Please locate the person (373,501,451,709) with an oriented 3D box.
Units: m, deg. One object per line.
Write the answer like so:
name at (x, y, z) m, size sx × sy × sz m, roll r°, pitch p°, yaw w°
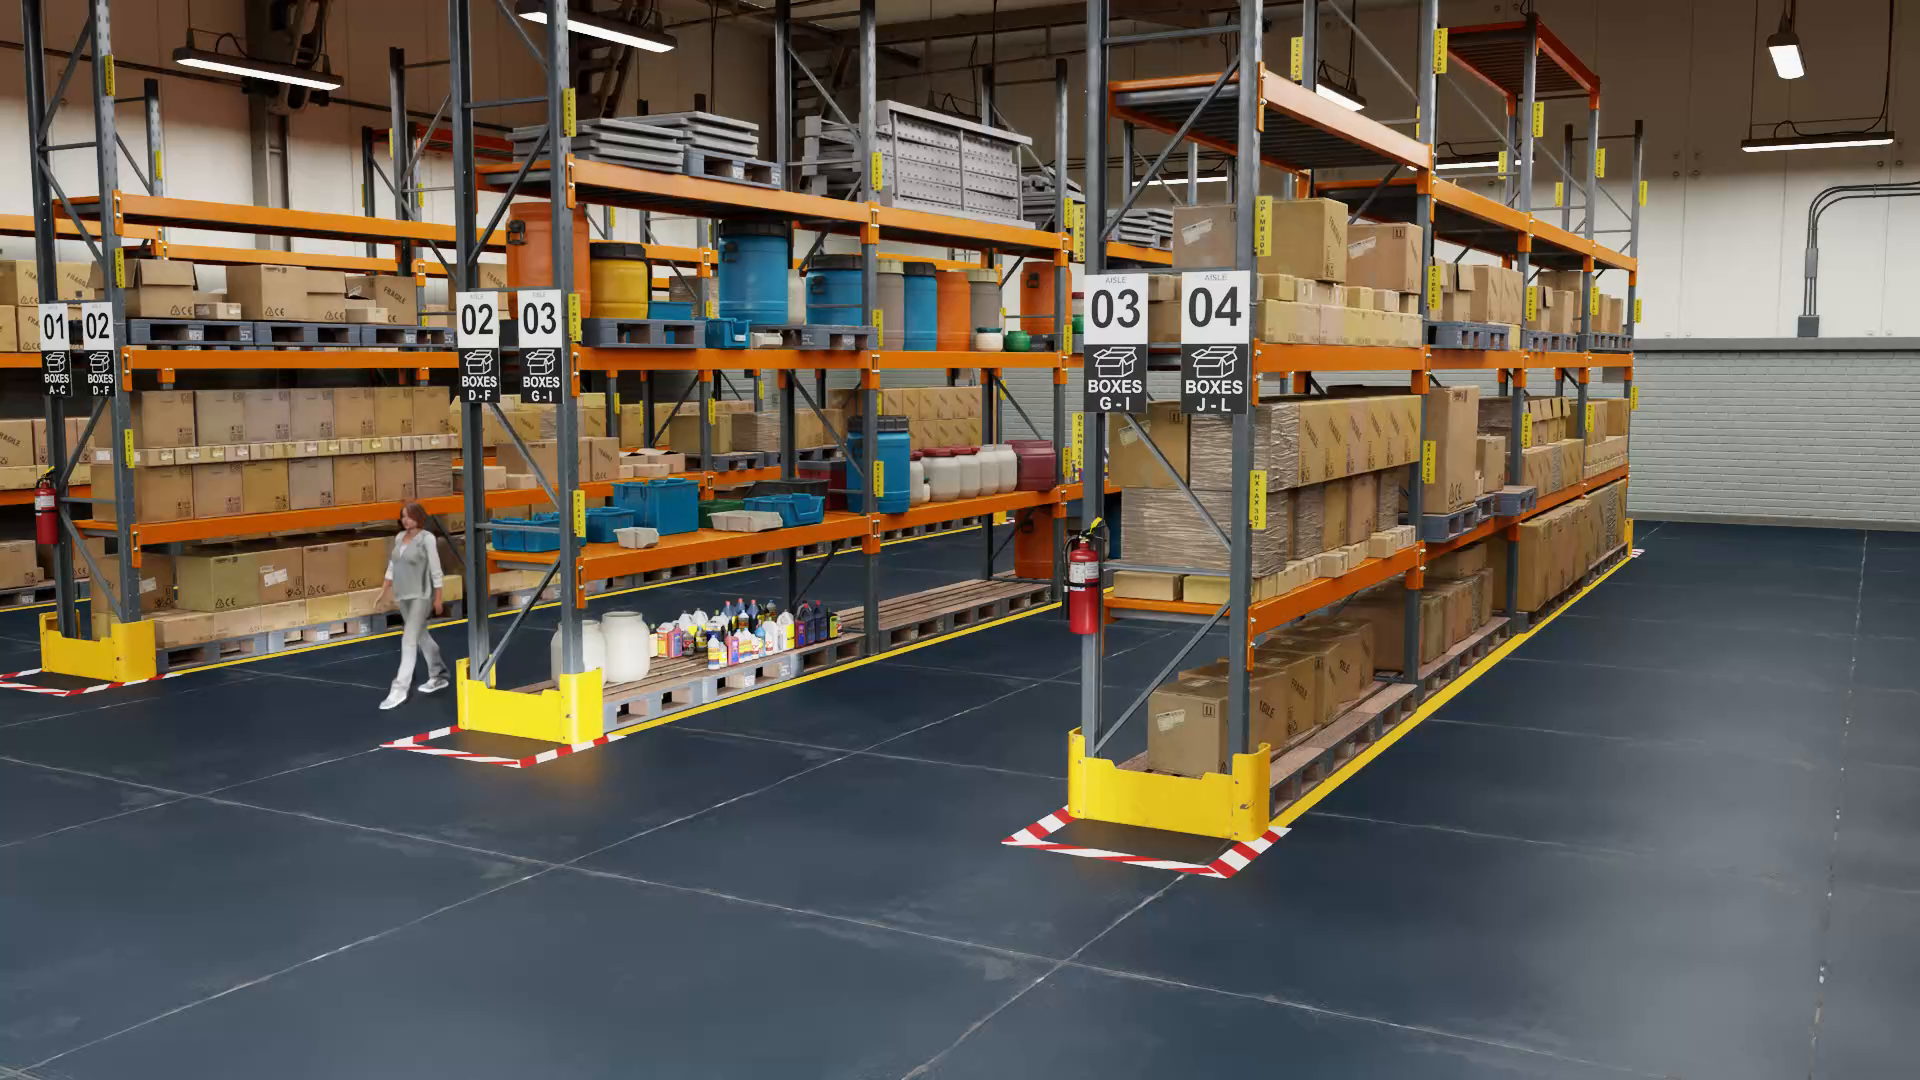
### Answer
person at (-4.398, 0.485, 13.224) m, size 0.432 × 1.581 × 0.816 m, roll 3°, pitch 7°, yaw 30°
